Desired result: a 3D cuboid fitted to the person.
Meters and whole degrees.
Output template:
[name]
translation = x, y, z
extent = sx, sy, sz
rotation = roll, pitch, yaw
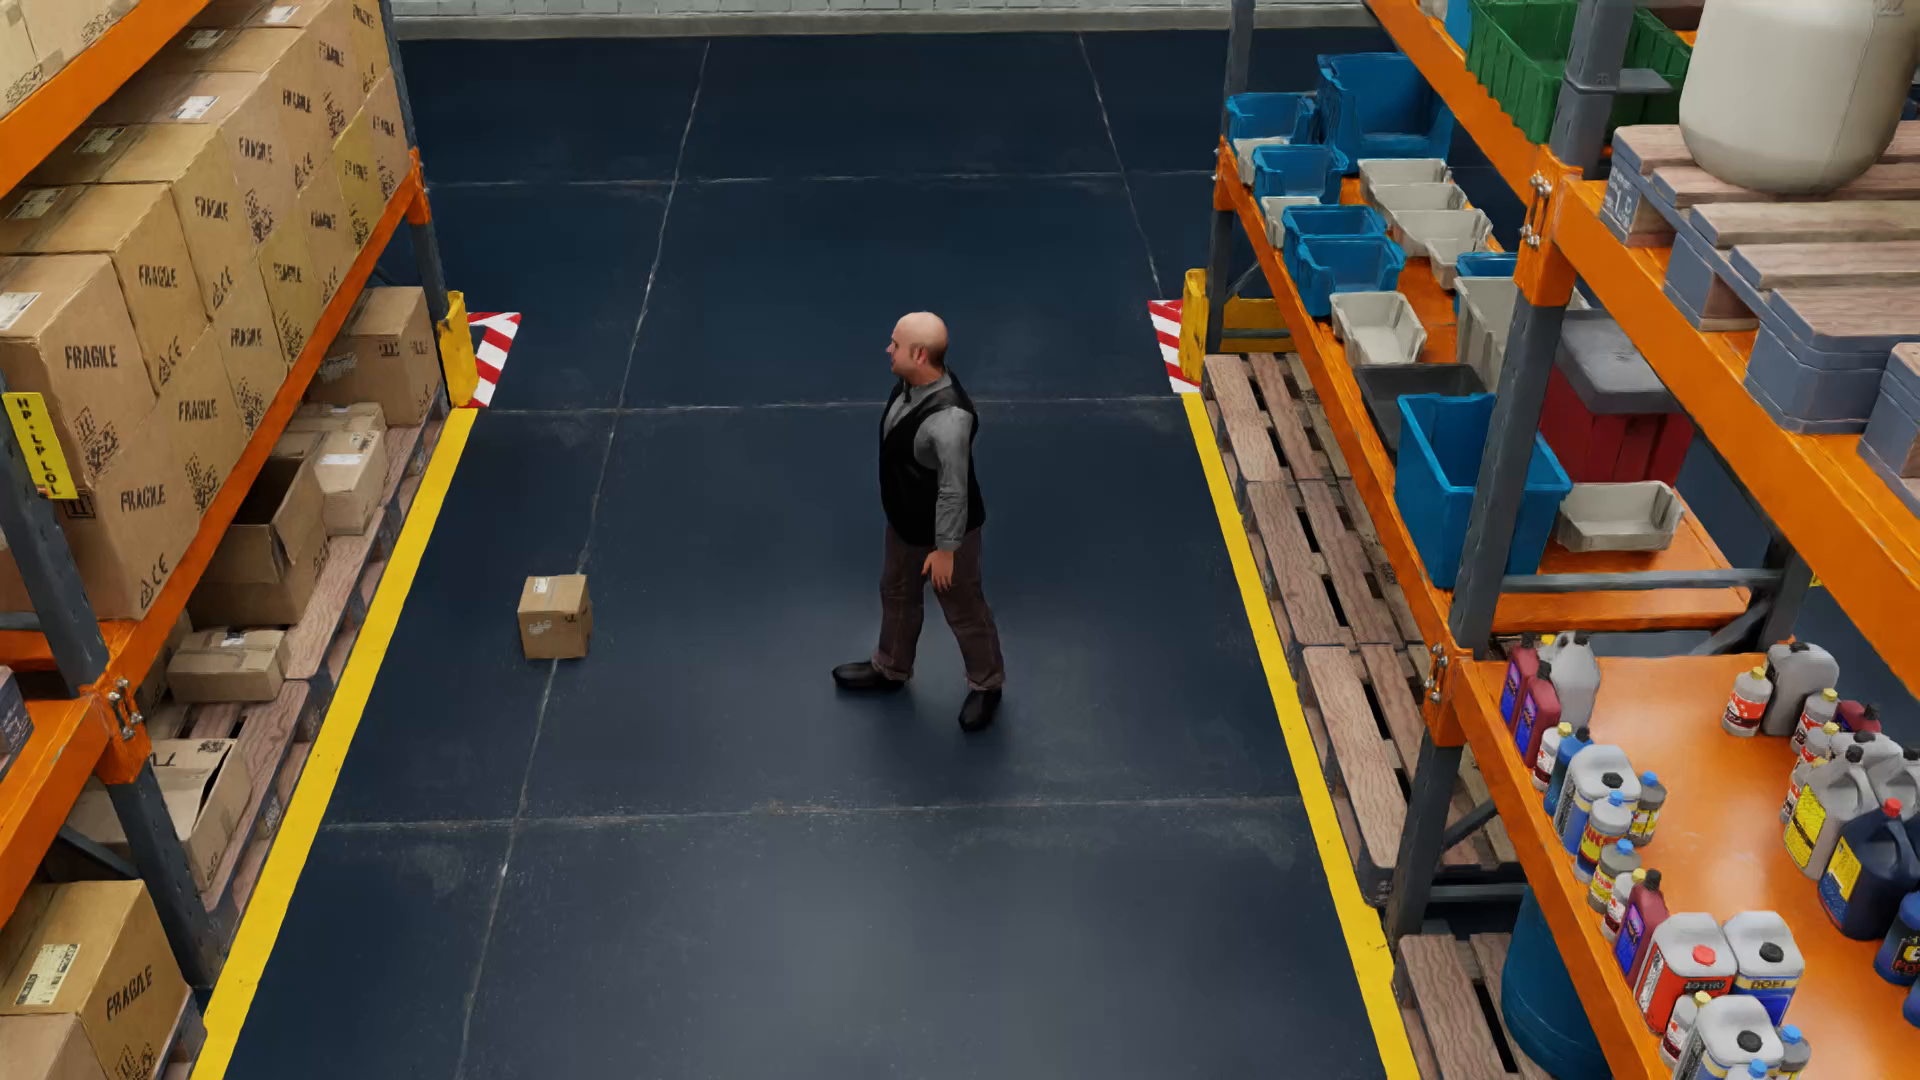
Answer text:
[person]
translation = -0.161, -0.080, 6.270
extent = 0.630, 1.722, 0.655
rotation = -12, 37, -17
